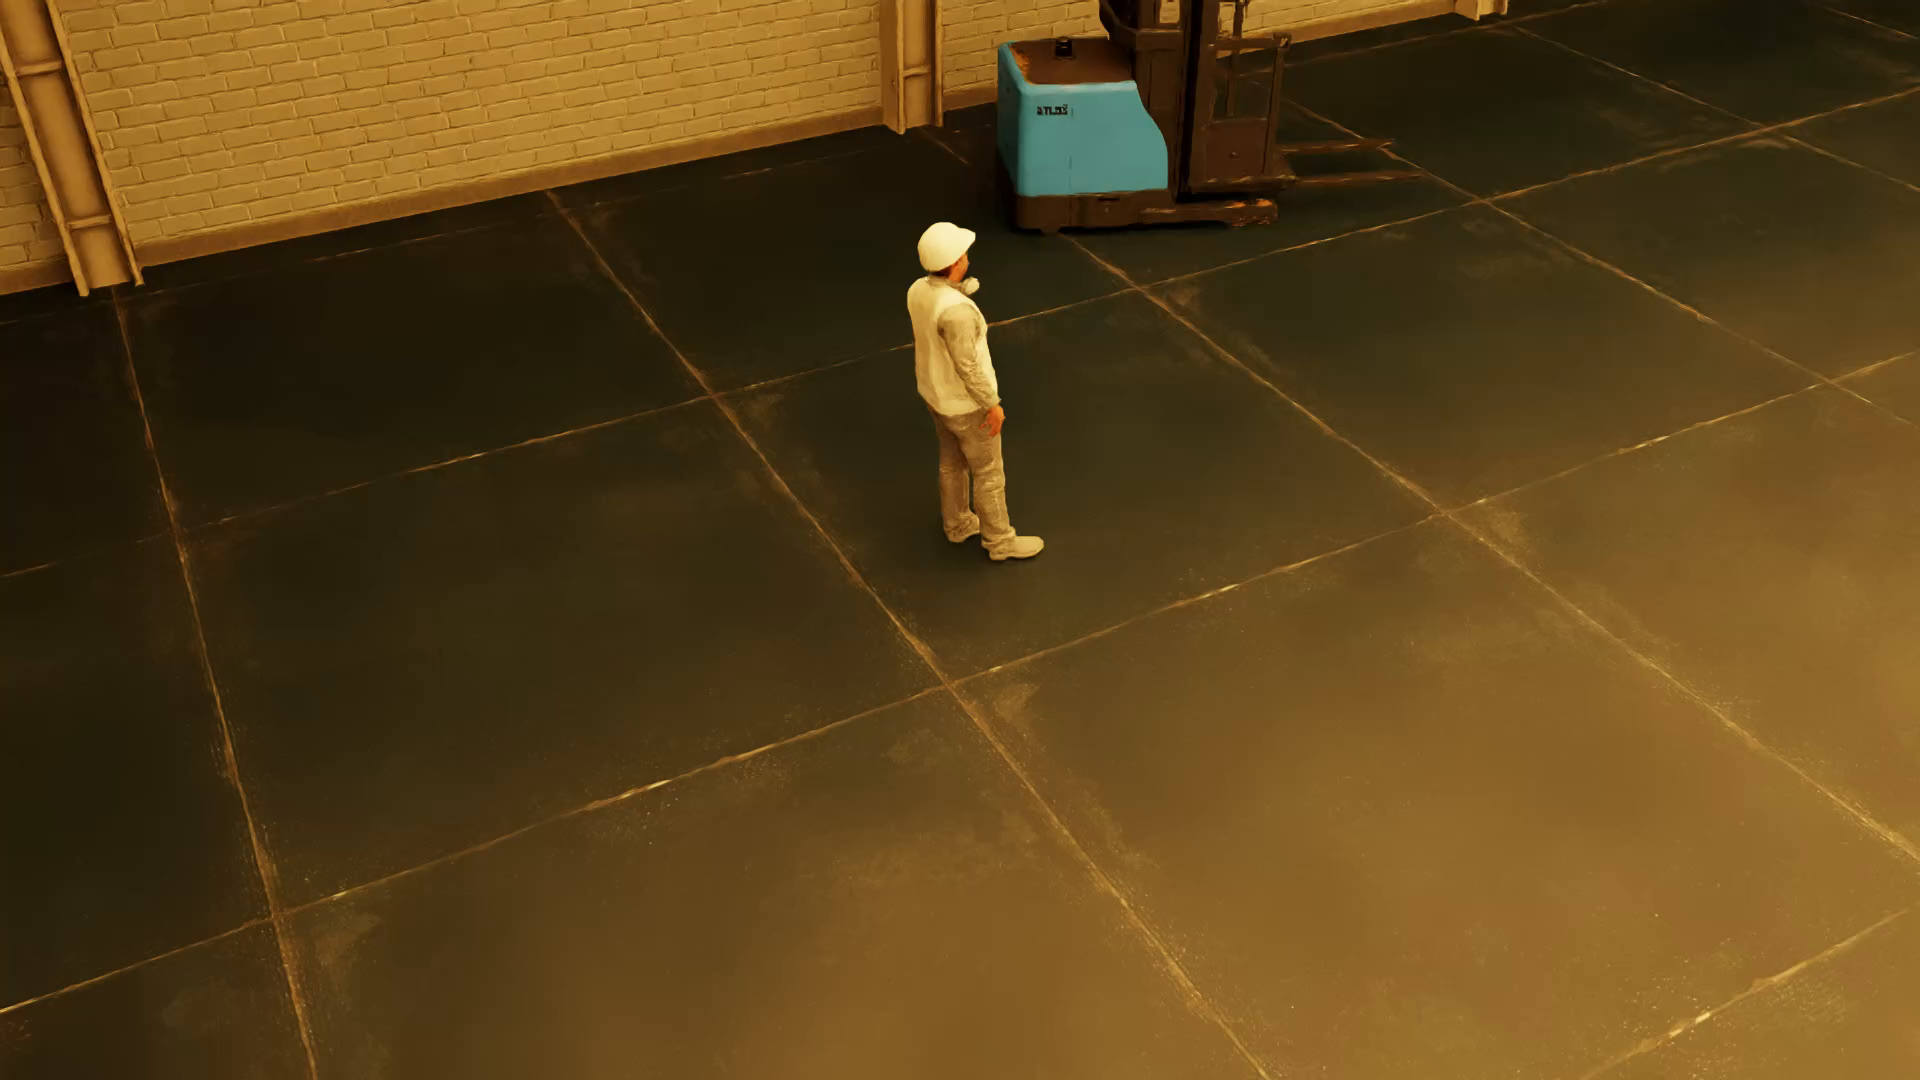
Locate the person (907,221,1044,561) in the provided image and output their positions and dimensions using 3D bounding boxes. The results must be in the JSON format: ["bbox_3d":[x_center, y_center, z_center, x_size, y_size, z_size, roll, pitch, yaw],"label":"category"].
[{"bbox_3d":[0.059,-0.743,8.164,0.567,1.773,0.631,-17,39,-23],"label":"person"}]

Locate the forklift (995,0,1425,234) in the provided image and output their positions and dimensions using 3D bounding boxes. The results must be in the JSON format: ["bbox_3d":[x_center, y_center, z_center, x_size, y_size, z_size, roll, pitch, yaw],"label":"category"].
[{"bbox_3d":[1.818,-3.724,11.392,3.031,2.935,1.130,-5,36,-7],"label":"forklift"}]
